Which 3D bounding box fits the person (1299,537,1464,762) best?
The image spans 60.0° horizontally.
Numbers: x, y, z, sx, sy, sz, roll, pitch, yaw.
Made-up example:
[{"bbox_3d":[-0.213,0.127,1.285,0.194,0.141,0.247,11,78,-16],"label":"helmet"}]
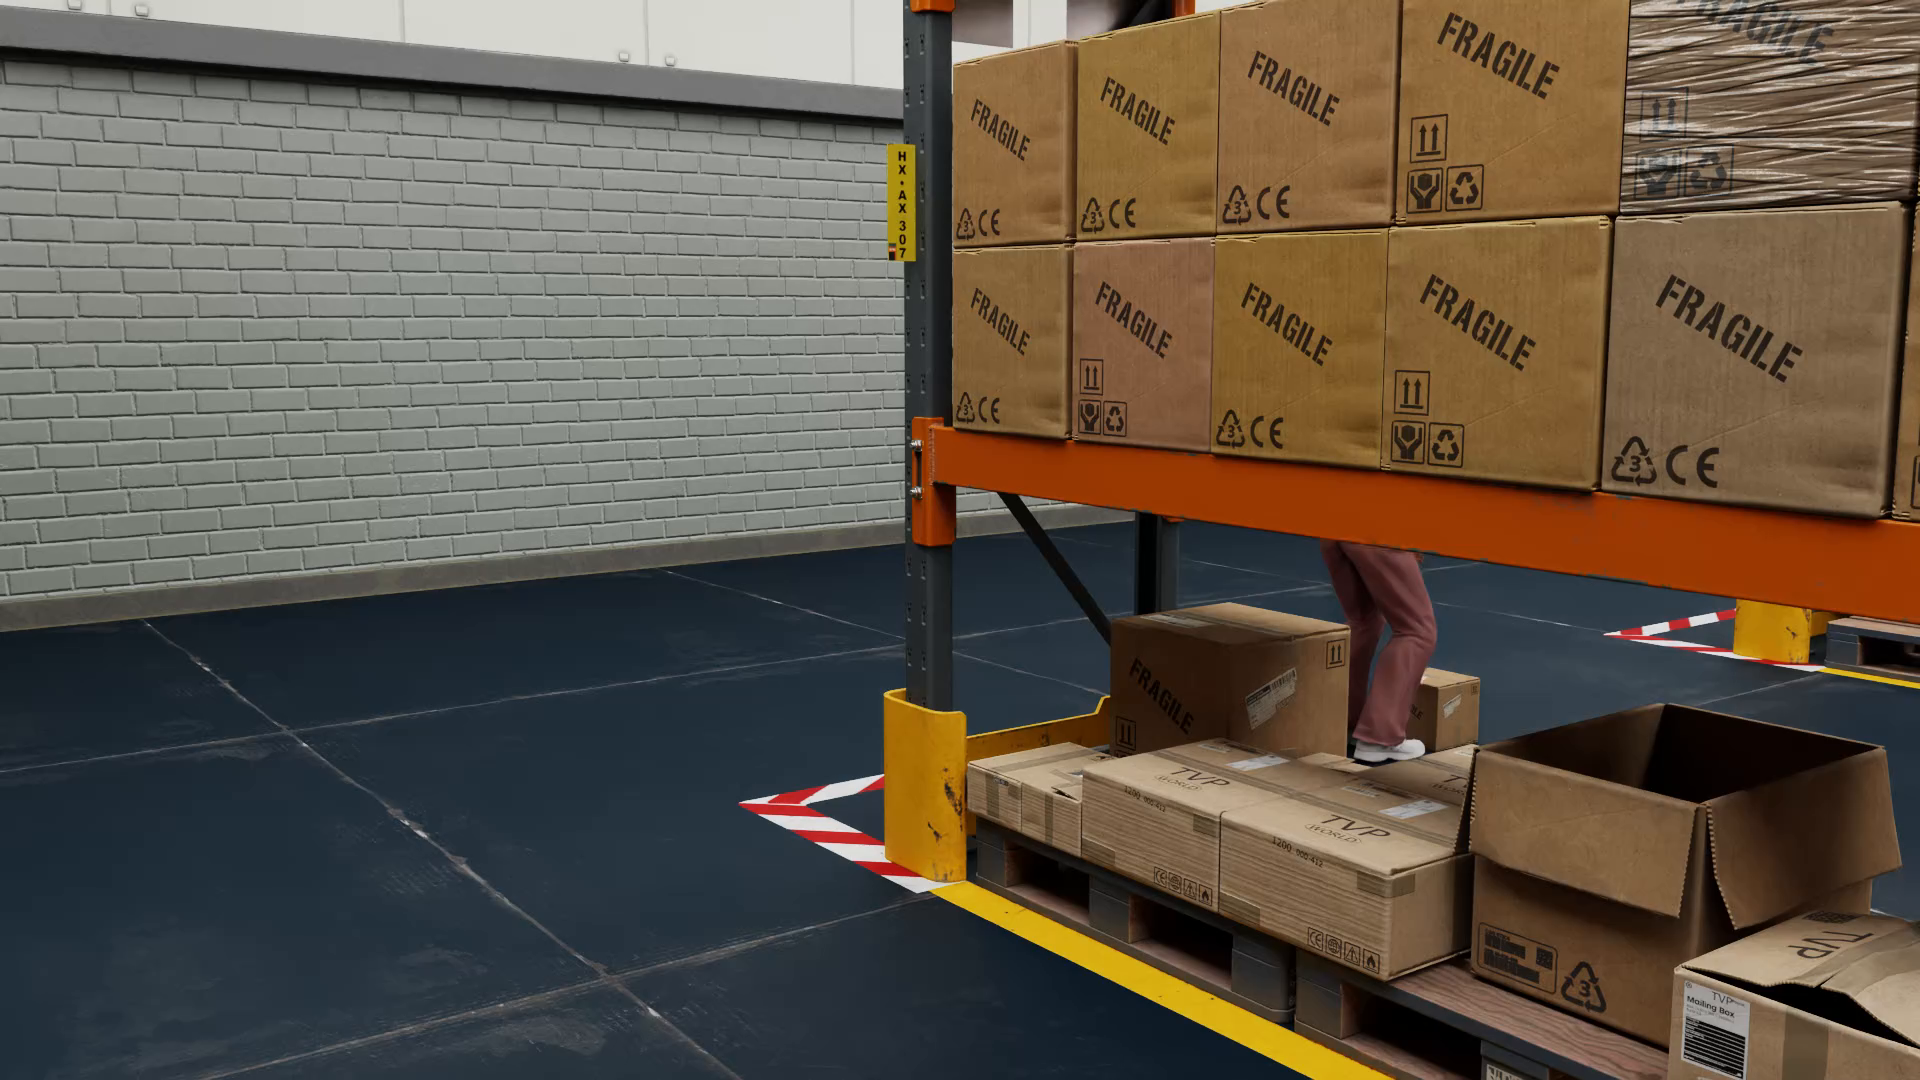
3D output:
[{"bbox_3d":[1.563,0.124,6.187,0.668,1.333,0.511,-4,9,-28],"label":"person"}]
